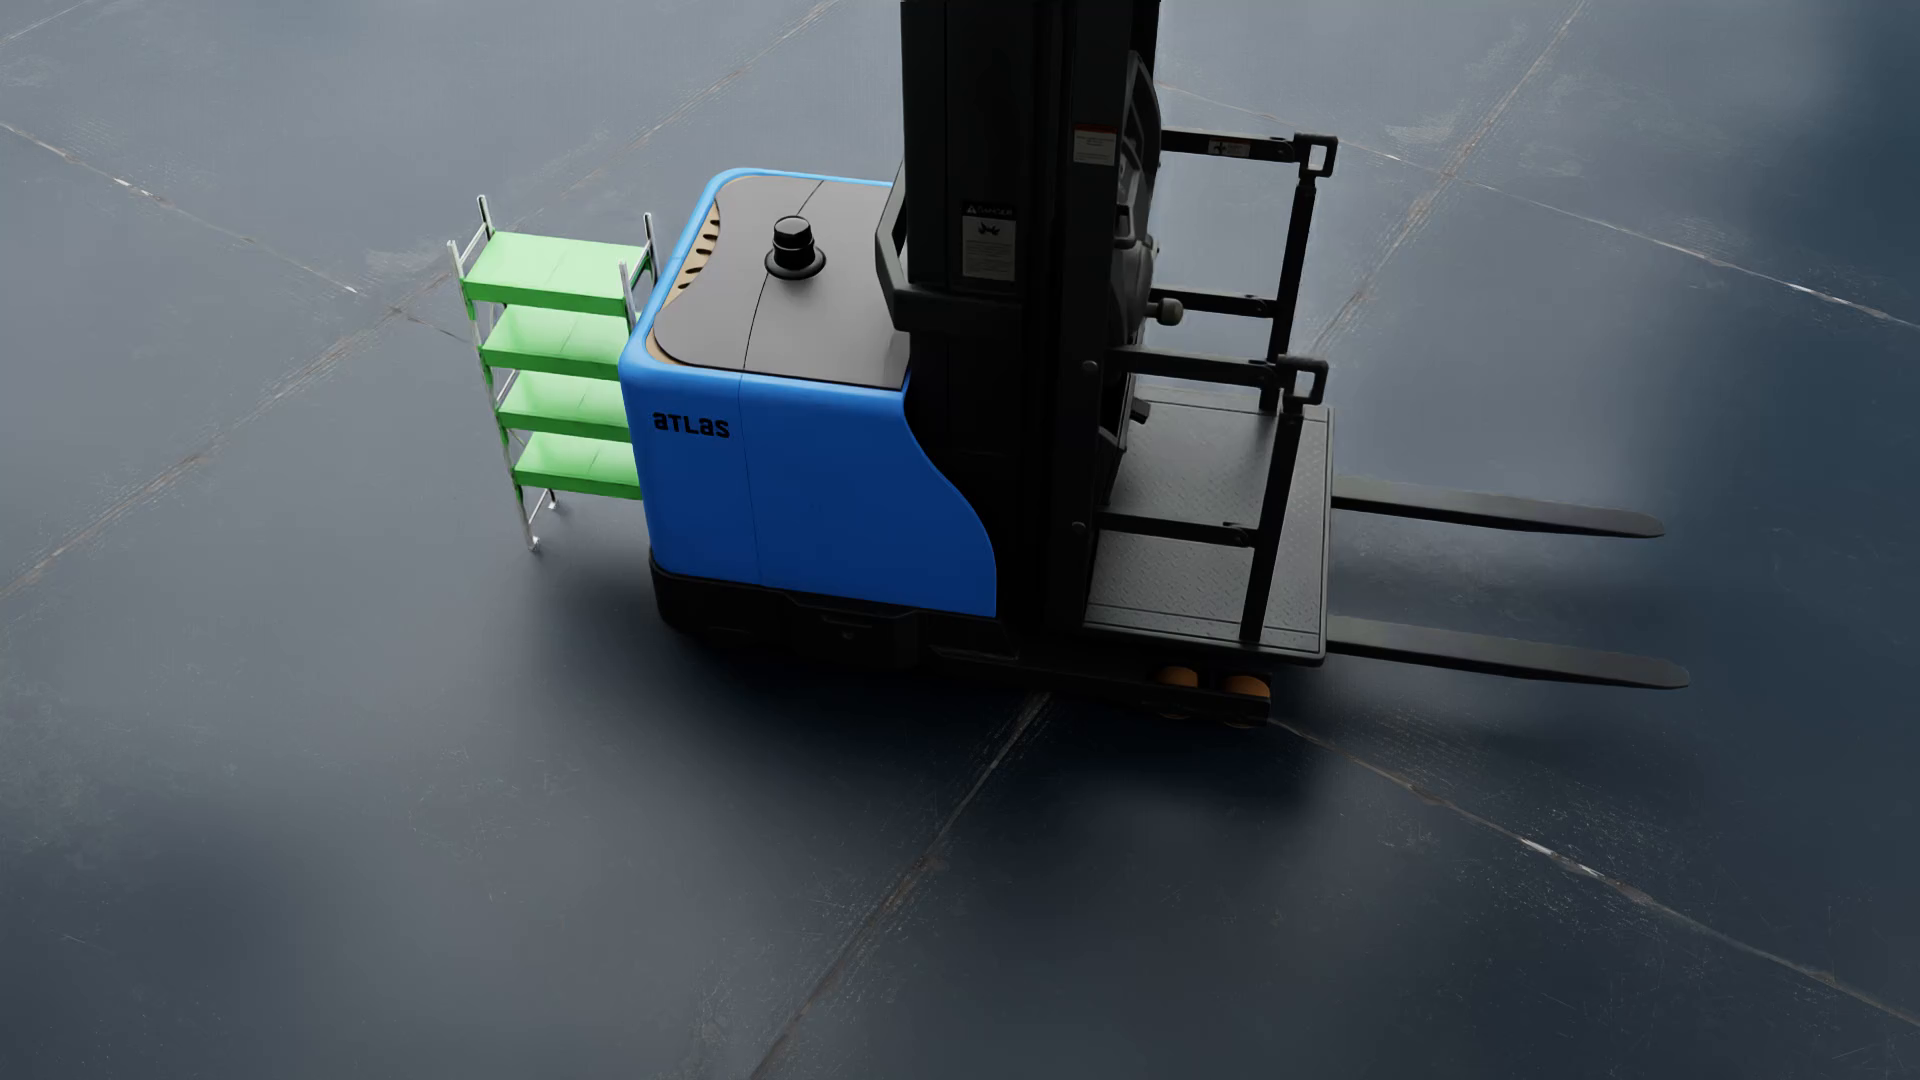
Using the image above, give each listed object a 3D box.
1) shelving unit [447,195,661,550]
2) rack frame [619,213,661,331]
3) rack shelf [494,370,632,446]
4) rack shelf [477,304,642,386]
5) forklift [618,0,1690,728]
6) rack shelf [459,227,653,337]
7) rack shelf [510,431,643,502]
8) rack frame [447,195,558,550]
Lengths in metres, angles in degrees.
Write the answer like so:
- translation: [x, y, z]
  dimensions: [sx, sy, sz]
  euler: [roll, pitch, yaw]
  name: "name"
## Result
- translation: [-1.130, -0.439, 5.012]
  dimensions: [0.503, 1.200, 0.258]
  euler: [7, 46, 7]
  name: "shelving unit"
- translation: [-0.890, -0.408, 4.981]
  dimensions: [0.015, 1.200, 0.240]
  euler: [7, 46, 7]
  name: "rack frame"
- translation: [-1.130, -0.395, 5.058]
  dimensions: [0.480, 0.148, 0.258]
  euler: [7, 46, 7]
  name: "rack shelf"
- translation: [-1.130, -0.562, 4.885]
  dimensions: [0.480, 0.148, 0.258]
  euler: [7, 46, 7]
  name: "rack shelf"
- translation: [0.639, -0.883, 4.236]
  dimensions: [3.031, 2.935, 1.130]
  euler: [7, 46, 7]
  name: "forklift"
- translation: [-1.130, -0.729, 4.713]
  dimensions: [0.480, 0.148, 0.258]
  euler: [7, 46, 7]
  name: "rack shelf"
- translation: [-1.130, -0.228, 5.230]
  dimensions: [0.480, 0.148, 0.258]
  euler: [7, 46, 7]
  name: "rack shelf"
- translation: [-1.370, -0.471, 5.042]
  dimensions: [0.015, 1.200, 0.240]
  euler: [7, 46, 7]
  name: "rack frame"
